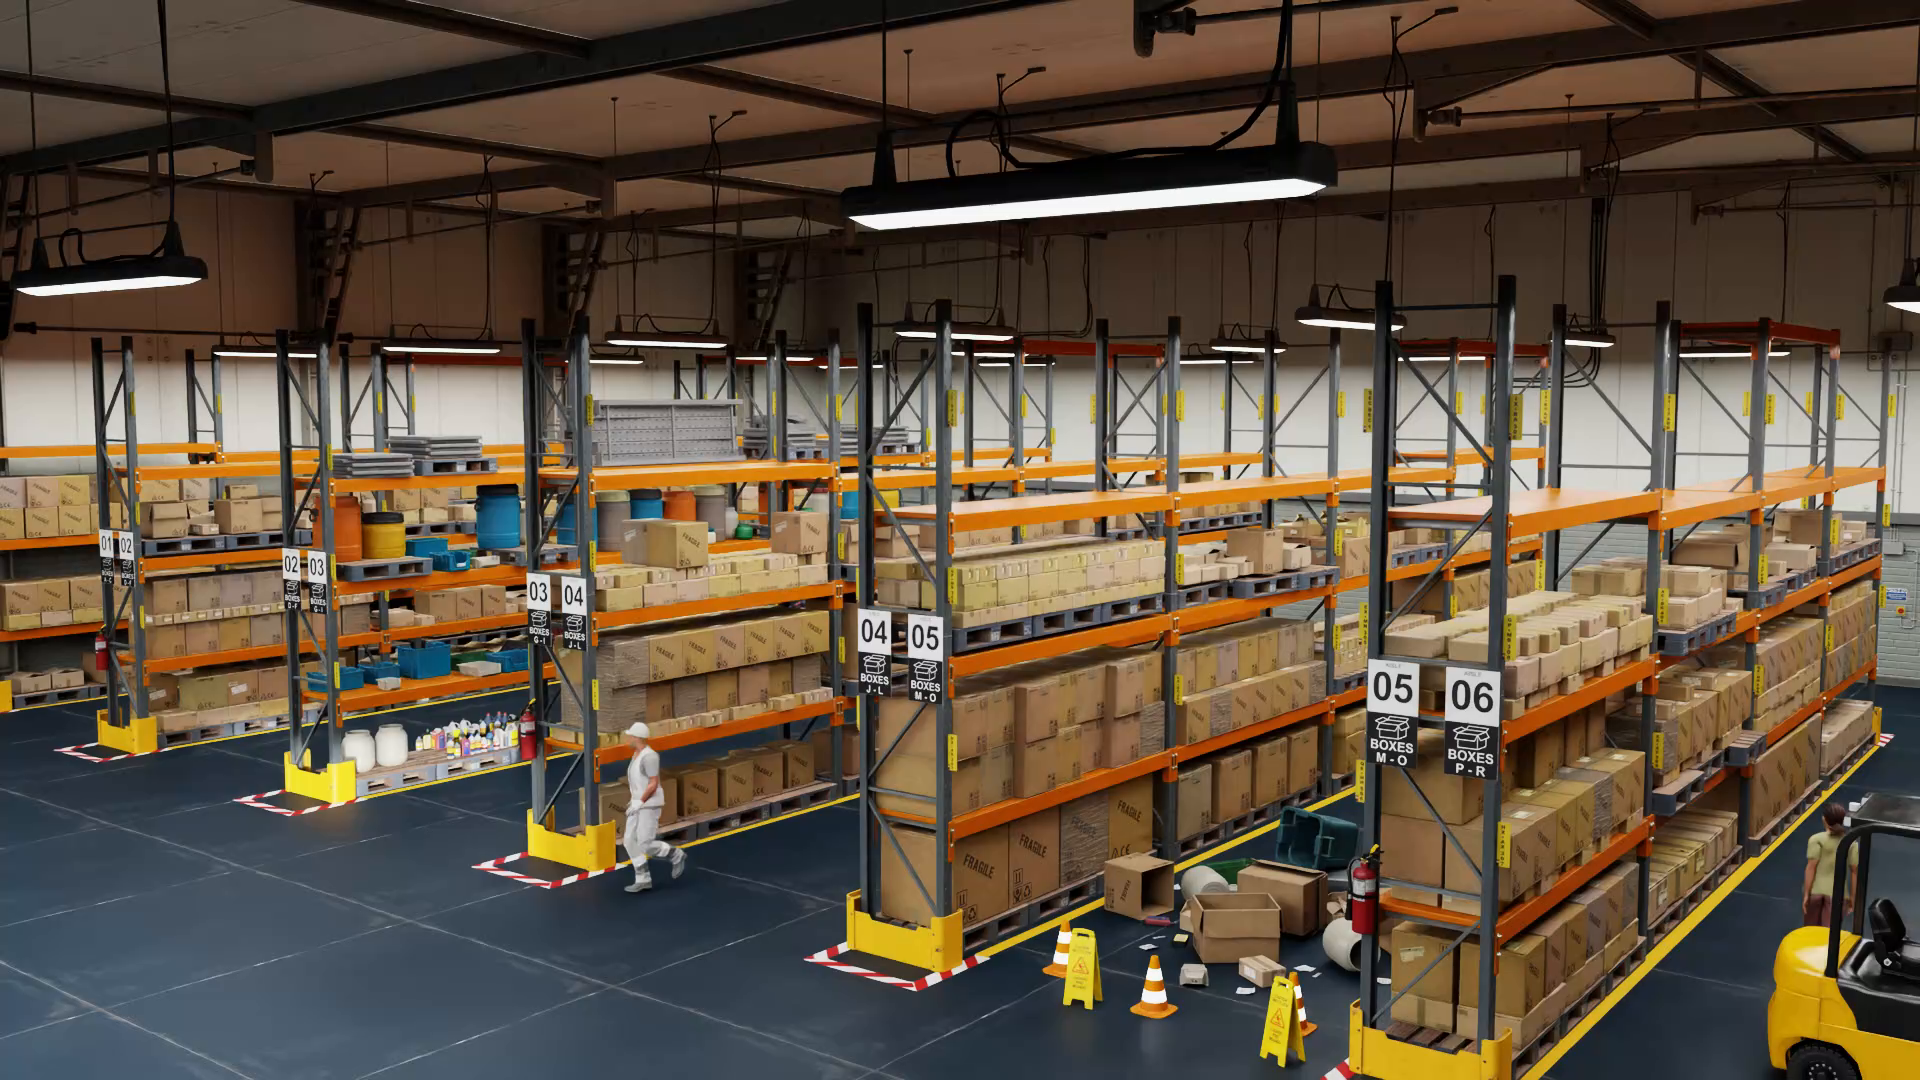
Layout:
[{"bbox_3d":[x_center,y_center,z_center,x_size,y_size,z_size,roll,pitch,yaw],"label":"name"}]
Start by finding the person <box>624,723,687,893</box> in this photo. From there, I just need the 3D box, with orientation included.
[{"bbox_3d":[-3.234,2.778,17.441,0.691,1.745,0.586,-3,6,-32],"label":"person"}]

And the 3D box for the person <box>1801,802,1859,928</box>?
[{"bbox_3d":[7.465,3.120,14.295,0.456,1.713,0.595,3,6,33],"label":"person"}]
